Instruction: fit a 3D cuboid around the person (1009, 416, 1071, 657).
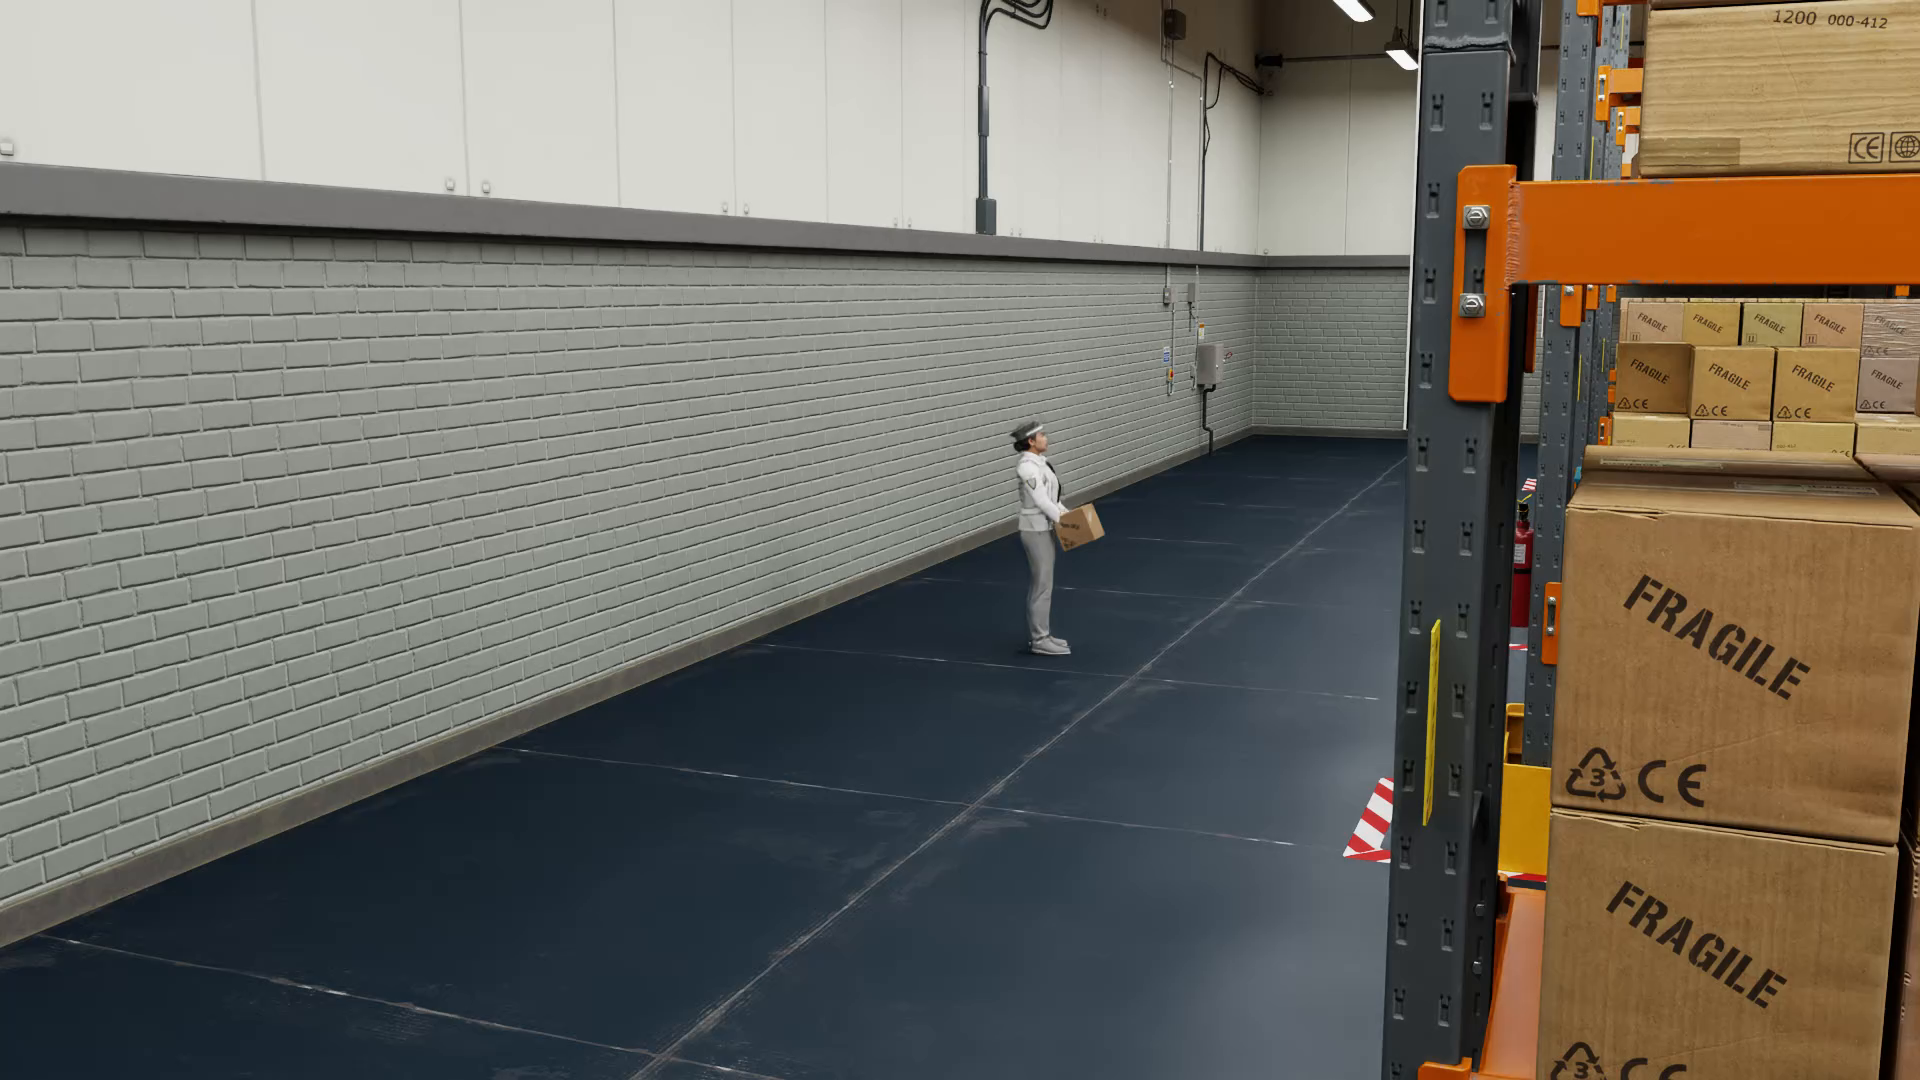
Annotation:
[{"bbox_3d":[0.614,-0.045,12.017,0.535,1.701,0.513,1,9,8],"label":"person"}]
